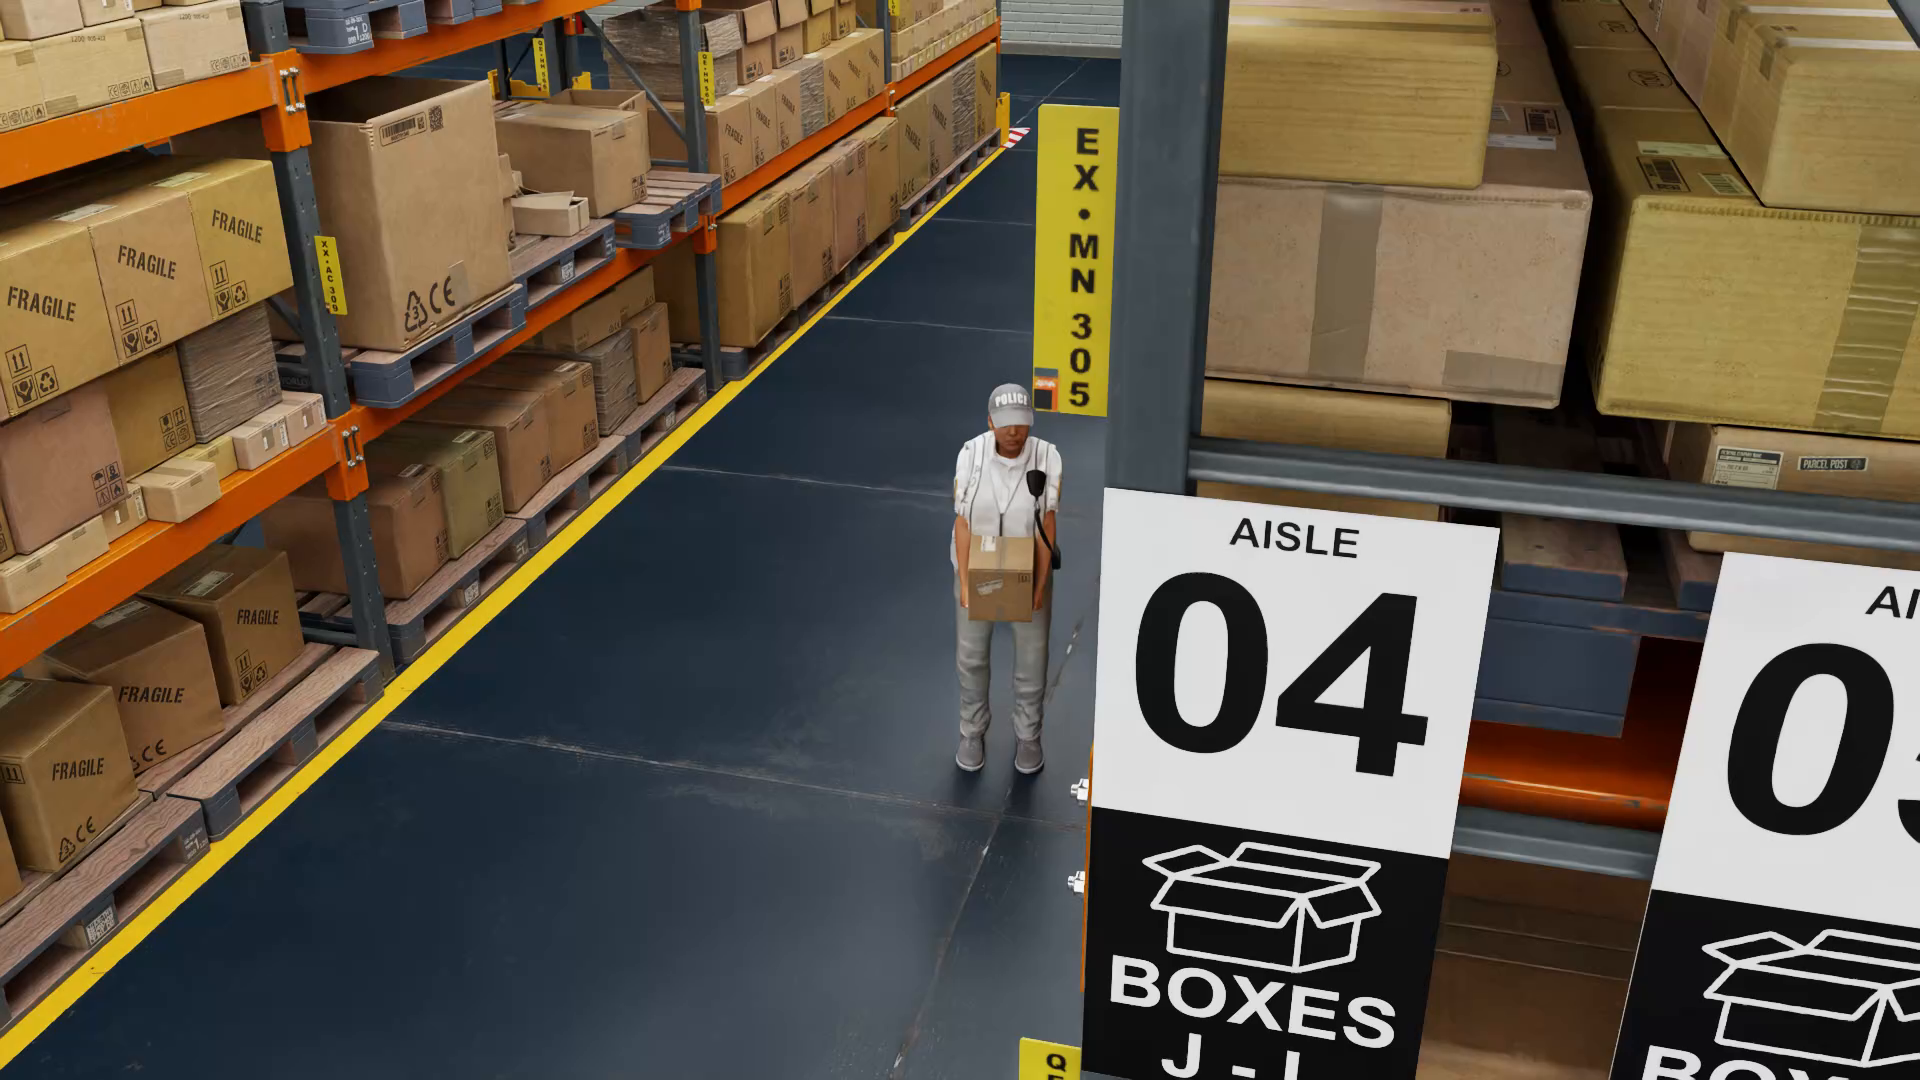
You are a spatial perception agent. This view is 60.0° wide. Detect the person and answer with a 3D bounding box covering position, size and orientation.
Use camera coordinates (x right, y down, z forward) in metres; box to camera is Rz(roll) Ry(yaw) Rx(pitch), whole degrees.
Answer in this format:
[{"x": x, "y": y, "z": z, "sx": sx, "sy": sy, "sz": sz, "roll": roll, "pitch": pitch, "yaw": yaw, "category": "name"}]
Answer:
[{"x": 0.183, "y": 0.168, "z": 6.768, "sx": 0.452, "sy": 1.662, "sz": 0.555, "roll": 1, "pitch": 26, "yaw": 3, "category": "person"}]
